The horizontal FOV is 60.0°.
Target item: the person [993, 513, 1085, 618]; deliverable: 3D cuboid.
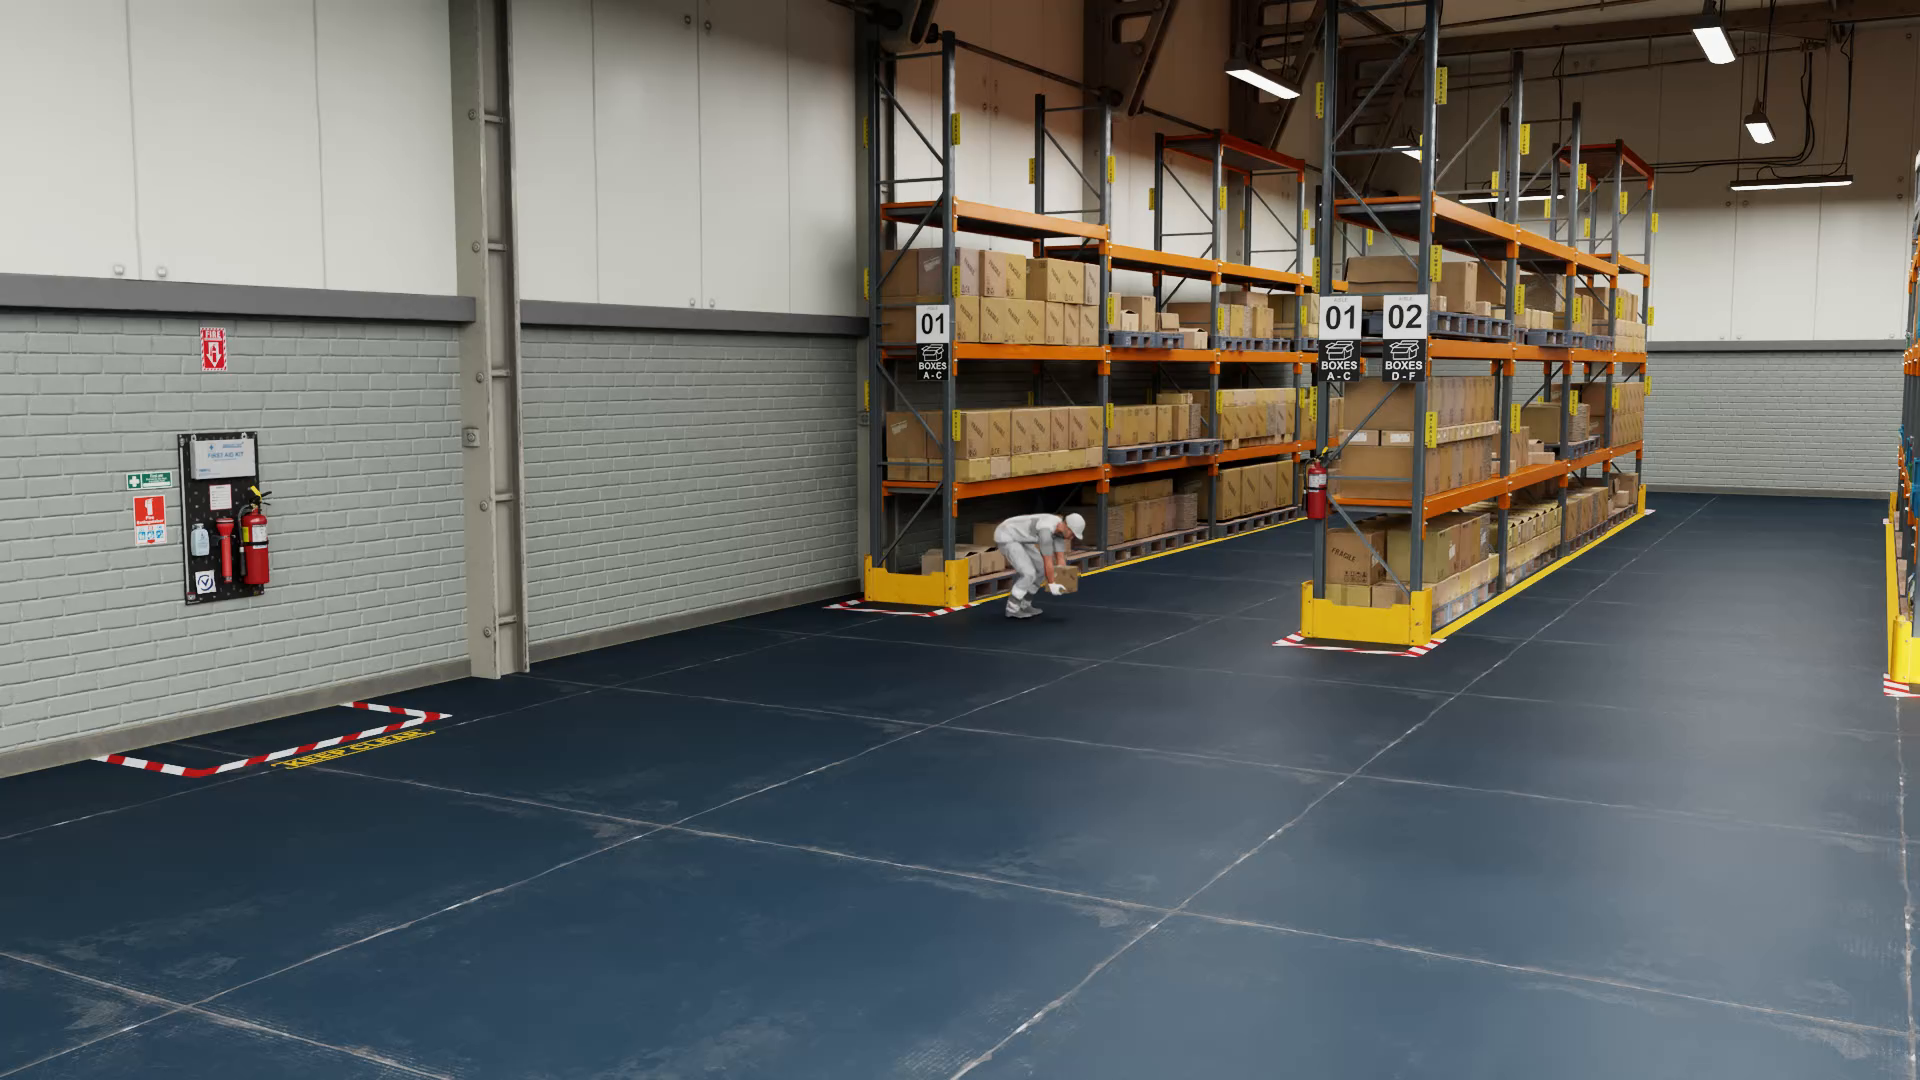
[{"bbox_3d":[0.816,0.253,16.962,0.956,1.077,0.529,3,6,24],"label":"person"}]
